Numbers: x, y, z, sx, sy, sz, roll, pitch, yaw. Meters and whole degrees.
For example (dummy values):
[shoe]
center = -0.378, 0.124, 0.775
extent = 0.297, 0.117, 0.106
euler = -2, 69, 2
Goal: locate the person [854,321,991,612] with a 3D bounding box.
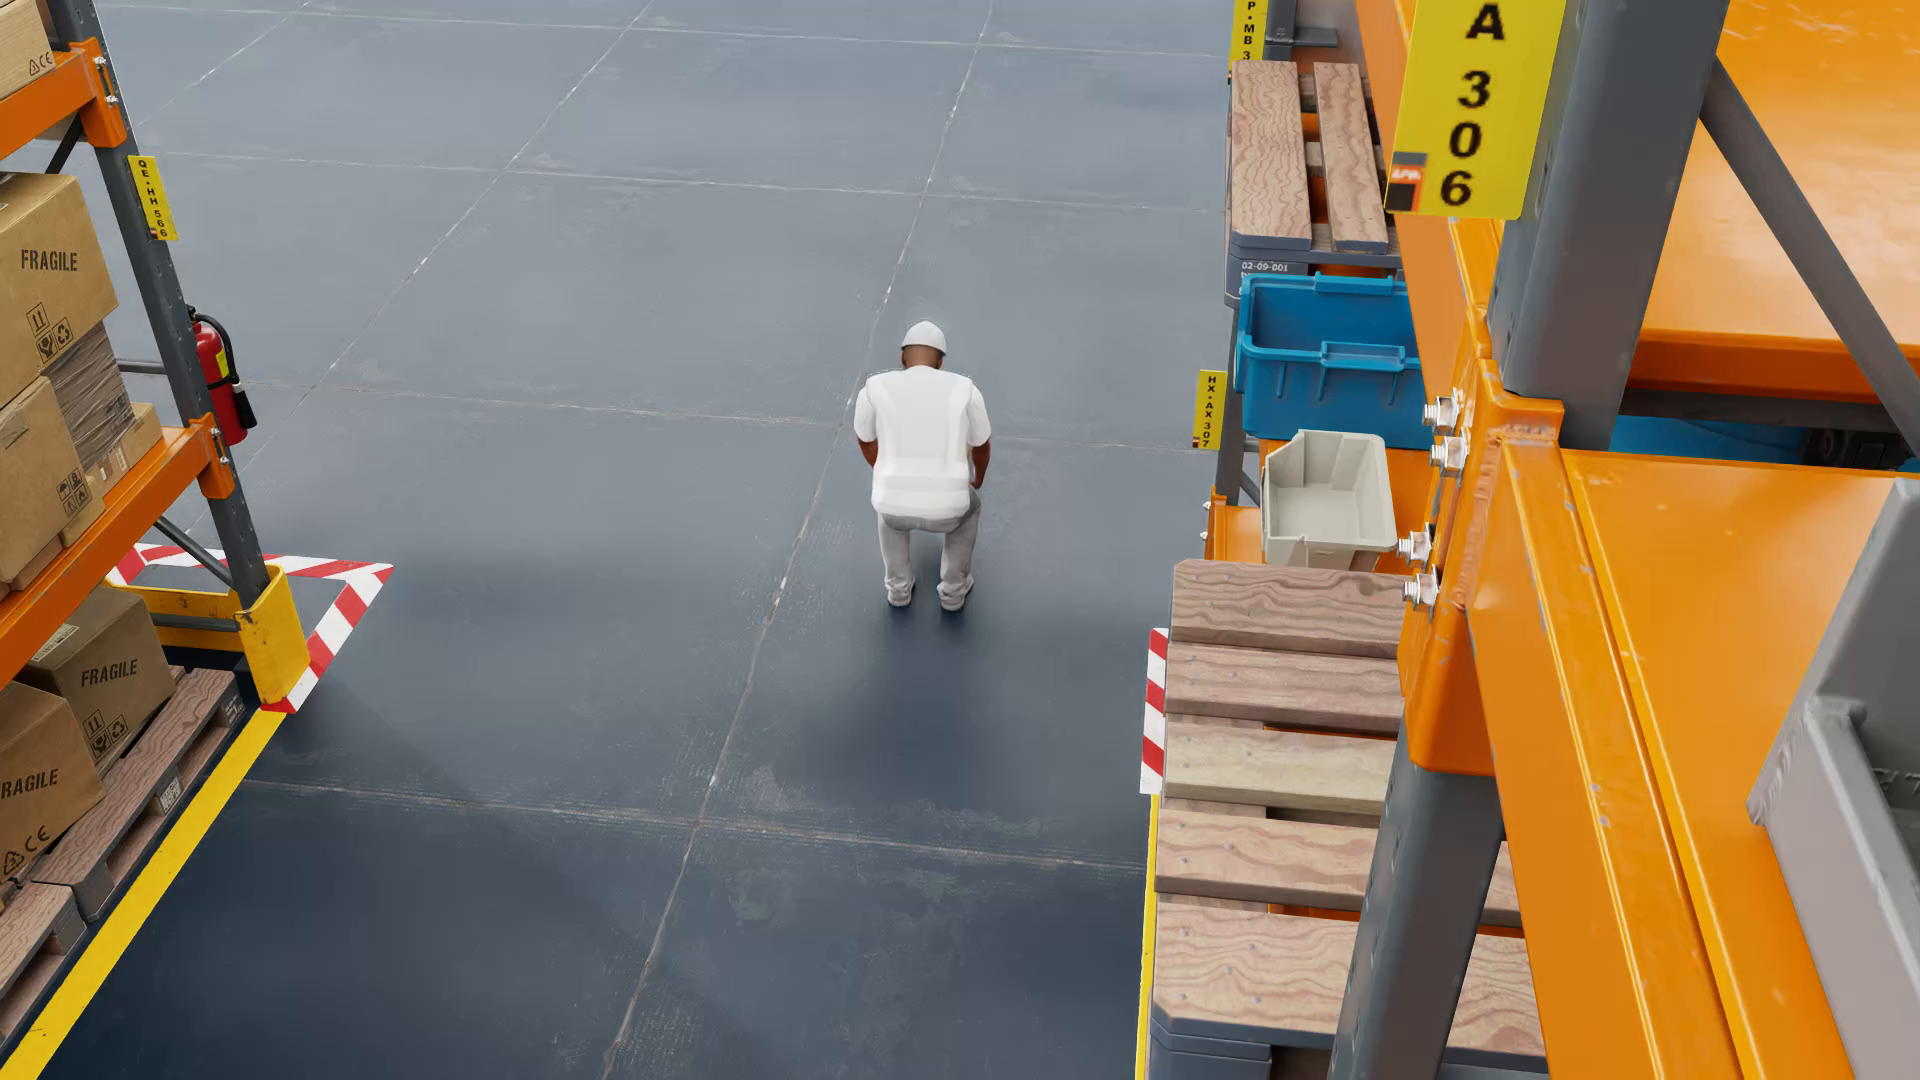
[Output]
[person]
center = -0.188, -0.301, 7.522
extent = 0.620, 1.207, 0.839
euler = 4, 36, 6
